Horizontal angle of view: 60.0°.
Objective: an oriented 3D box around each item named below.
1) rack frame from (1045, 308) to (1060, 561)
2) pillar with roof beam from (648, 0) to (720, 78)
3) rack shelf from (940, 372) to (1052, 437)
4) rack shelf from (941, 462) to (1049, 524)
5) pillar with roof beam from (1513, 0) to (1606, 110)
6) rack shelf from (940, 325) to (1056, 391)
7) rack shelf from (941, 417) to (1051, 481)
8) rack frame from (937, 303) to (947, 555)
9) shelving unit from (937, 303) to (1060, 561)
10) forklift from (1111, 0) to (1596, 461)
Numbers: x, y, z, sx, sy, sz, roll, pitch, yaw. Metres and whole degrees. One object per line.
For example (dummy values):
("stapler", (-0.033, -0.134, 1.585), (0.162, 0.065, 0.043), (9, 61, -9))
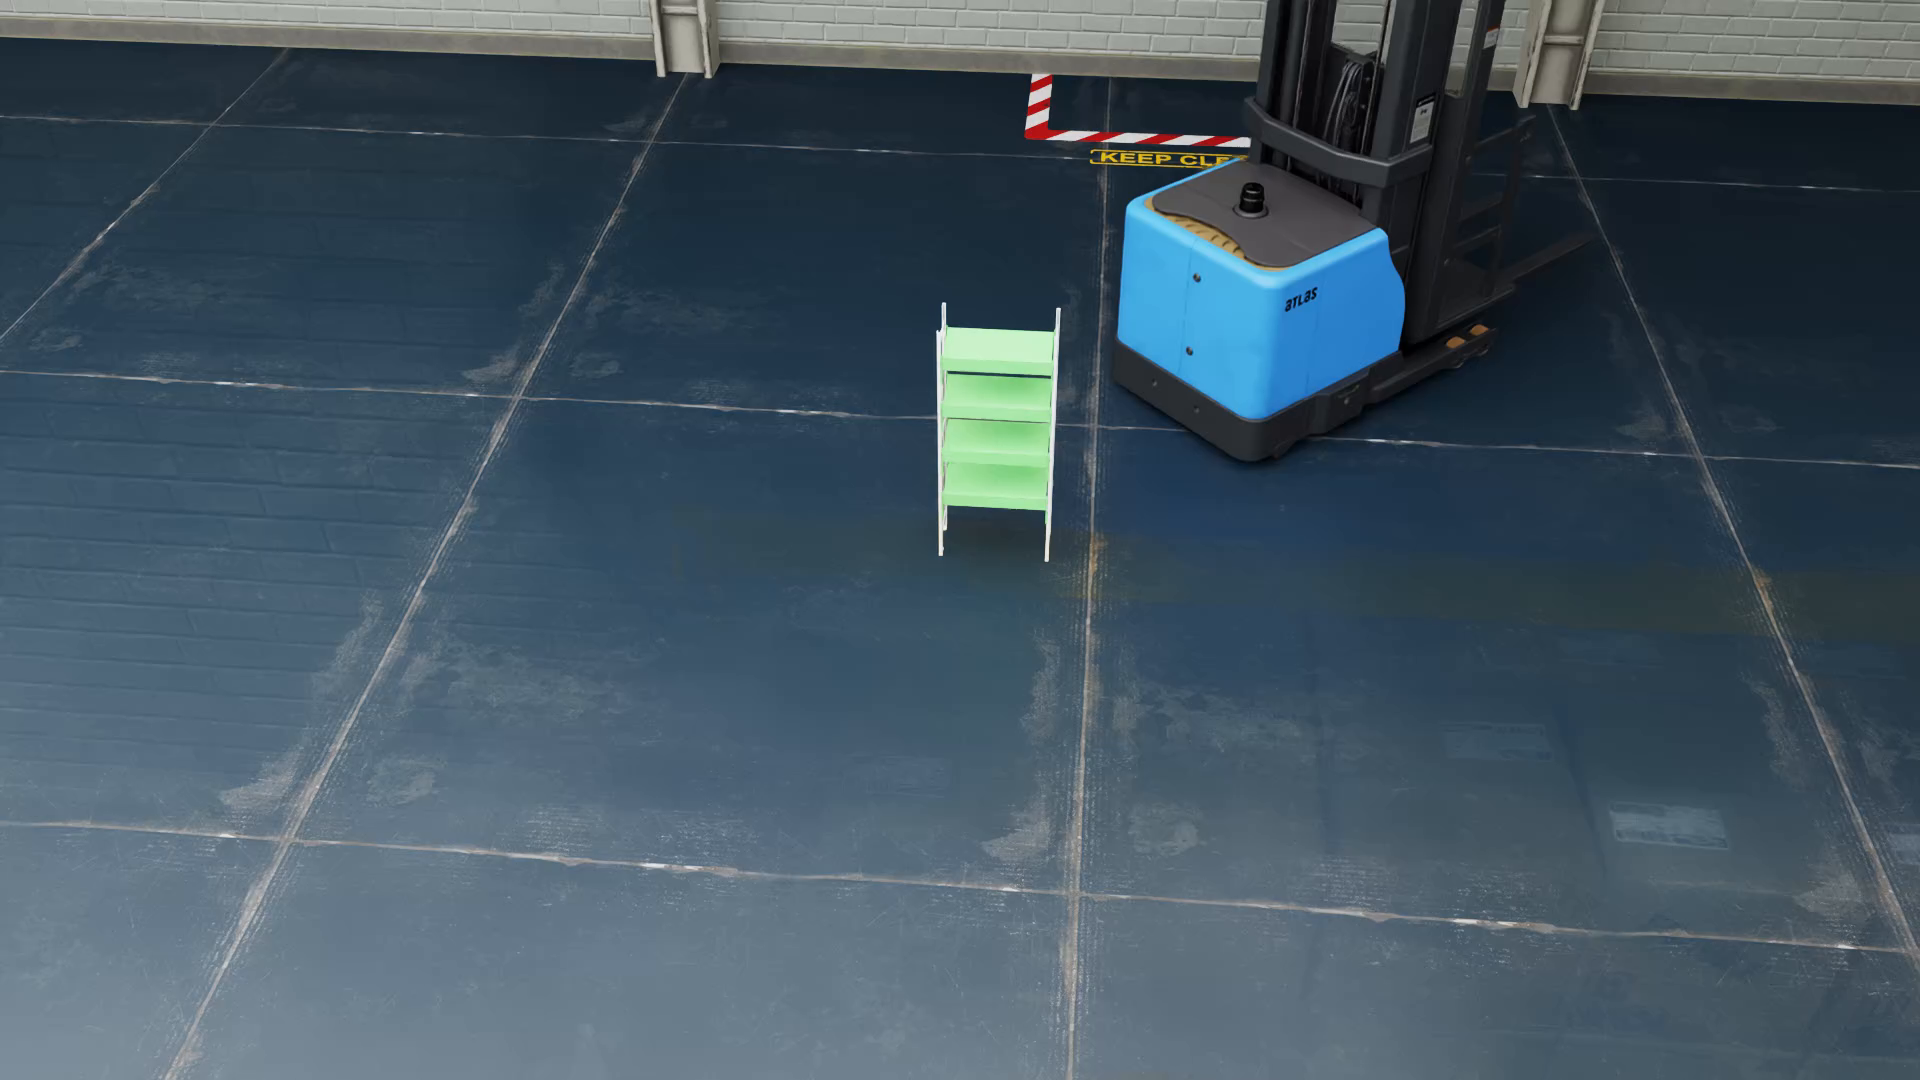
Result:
("rack frame", (0.408, -0.443, 7.344), (0.015, 1.200, 0.240), (3, 39, 4))
("pillar with roof beam", (-2.307, -4.156, 5.728), (0.400, 9.000, 9.100), (3, 39, 4))
("rack shelf", (0.165, -0.593, 7.249), (0.480, 0.148, 0.258), (3, 39, 4))
("rack shelf", (0.165, -0.221, 7.552), (0.480, 0.148, 0.258), (3, 39, 4))
("pillar with roof beam", (3.671, -3.830, 5.326), (0.400, 9.000, 9.100), (3, 39, 4))
("rack shelf", (0.165, -0.779, 7.097), (0.480, 0.148, 0.258), (3, 39, 4))
("rack shelf", (0.165, -0.407, 7.400), (0.480, 0.148, 0.258), (3, 39, 4))
("rack frame", (-0.078, -0.470, 7.376), (0.015, 1.200, 0.240), (3, 39, 4))
("shelving unit", (0.165, -0.456, 7.360), (0.503, 1.200, 0.258), (3, 39, 4))
("forklift", (2.262, -2.288, 8.239), (3.031, 2.935, 1.130), (-27, 46, -29))
